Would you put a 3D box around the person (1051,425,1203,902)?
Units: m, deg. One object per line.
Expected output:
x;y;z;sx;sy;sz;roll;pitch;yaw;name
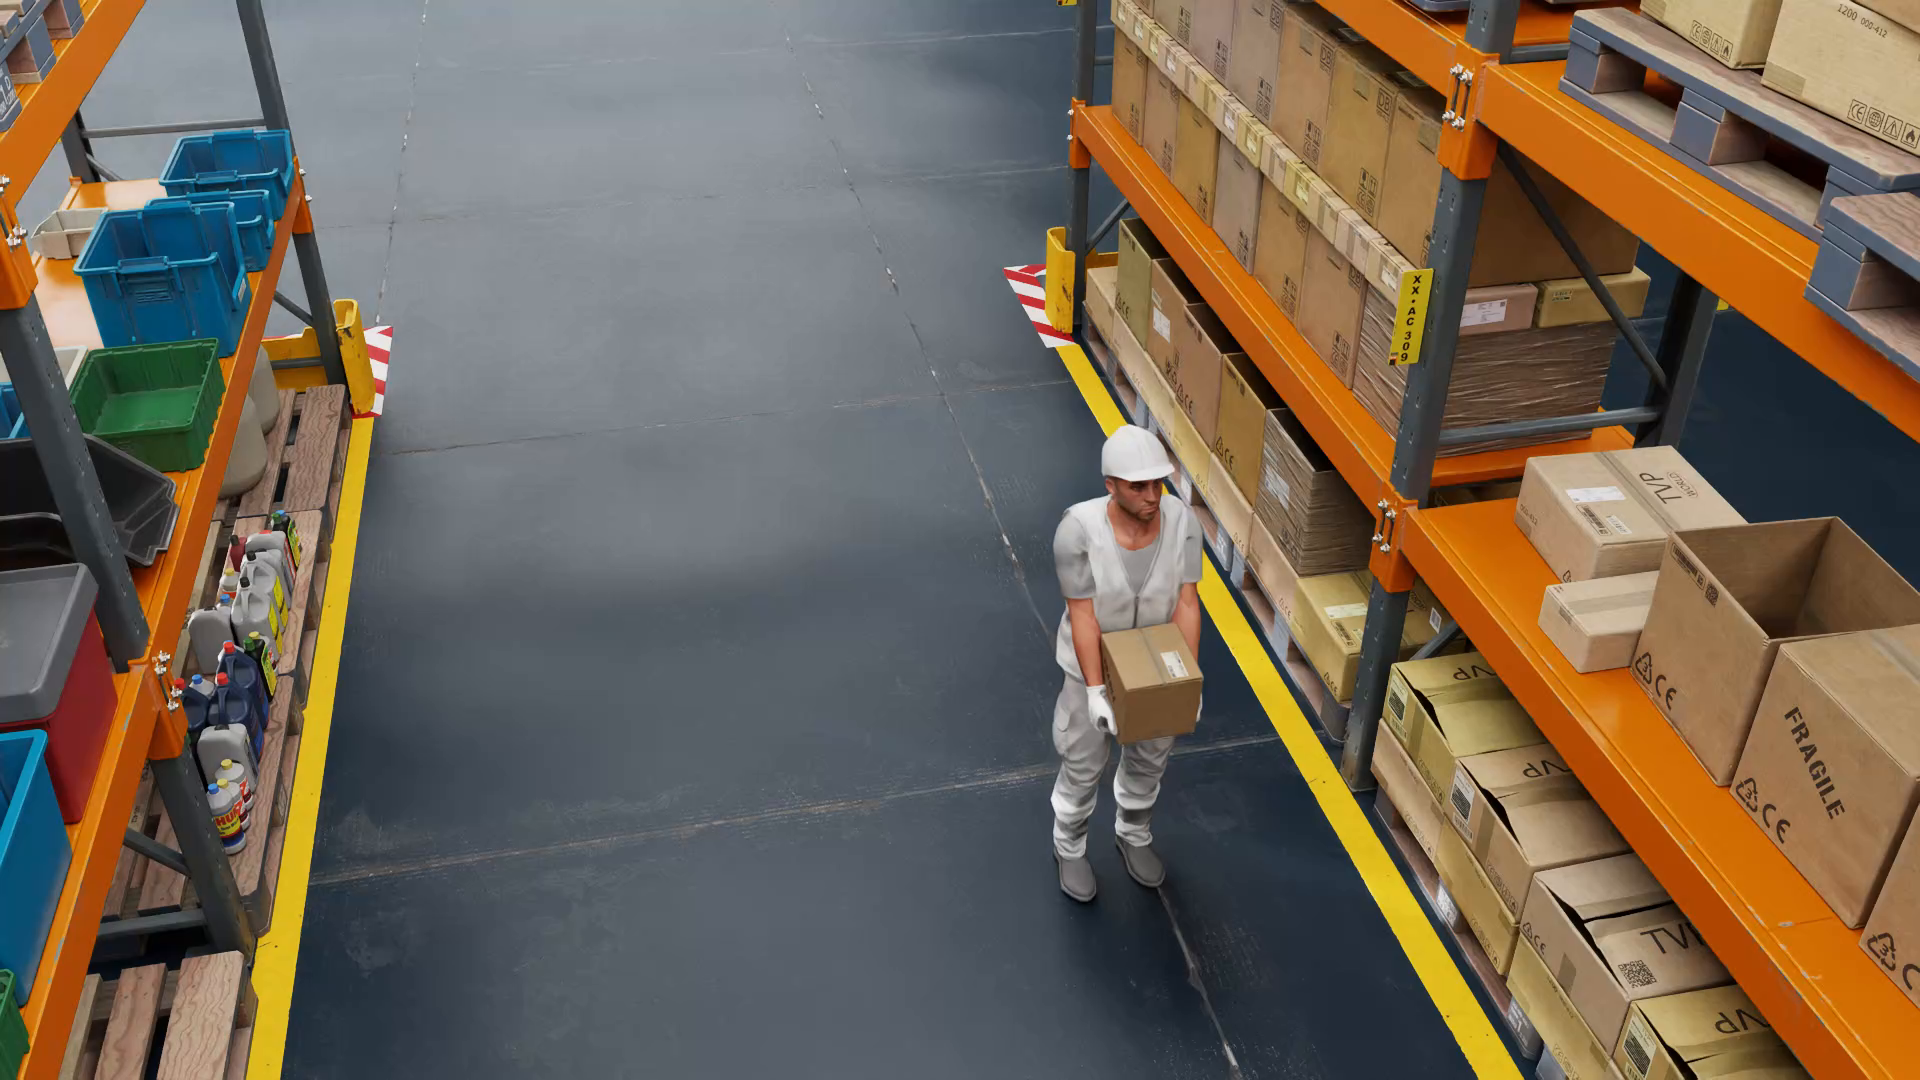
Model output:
0.559;0.471;5.423;0.495;1.787;0.551;-8;35;-11;person
